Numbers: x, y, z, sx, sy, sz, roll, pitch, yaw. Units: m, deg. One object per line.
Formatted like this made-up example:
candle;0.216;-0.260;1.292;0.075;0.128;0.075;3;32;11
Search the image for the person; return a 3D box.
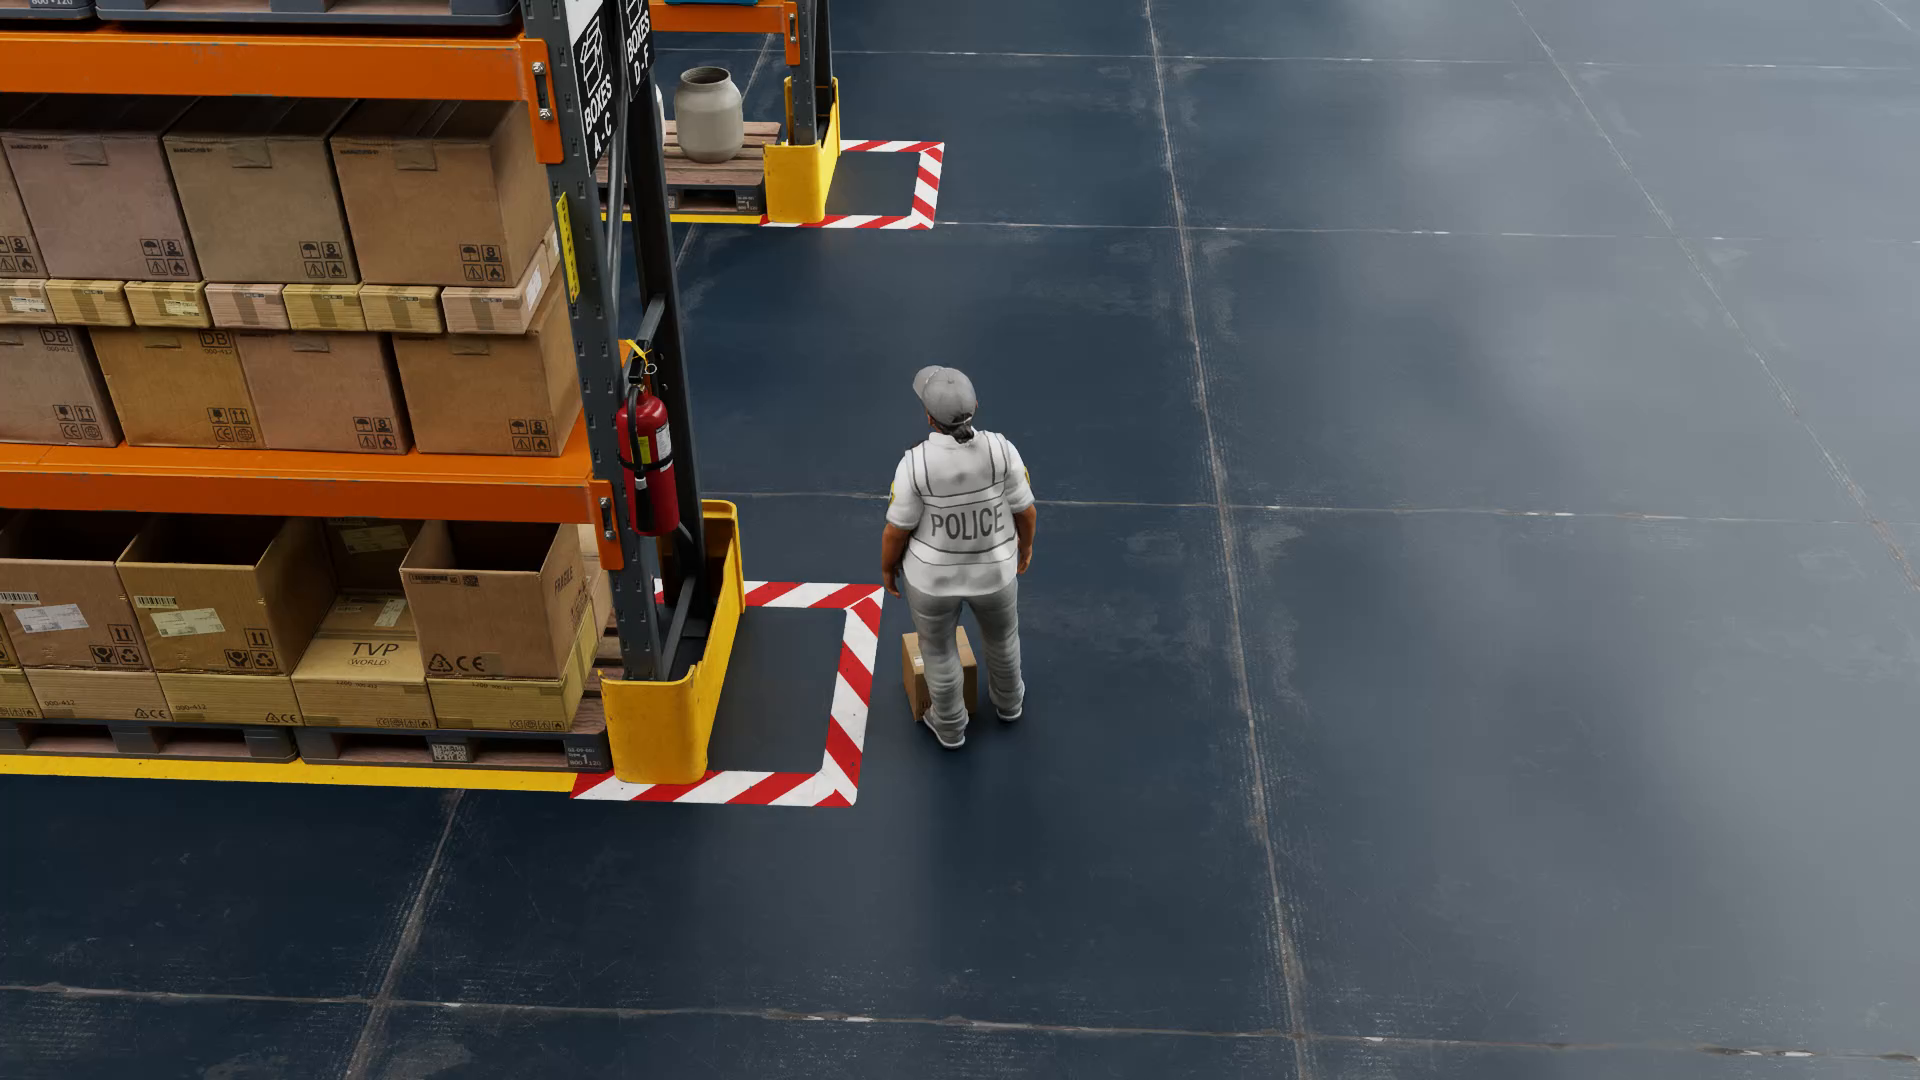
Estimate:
person;-0.001;0.053;6.052;0.597;1.670;0.529;-7;36;-9
